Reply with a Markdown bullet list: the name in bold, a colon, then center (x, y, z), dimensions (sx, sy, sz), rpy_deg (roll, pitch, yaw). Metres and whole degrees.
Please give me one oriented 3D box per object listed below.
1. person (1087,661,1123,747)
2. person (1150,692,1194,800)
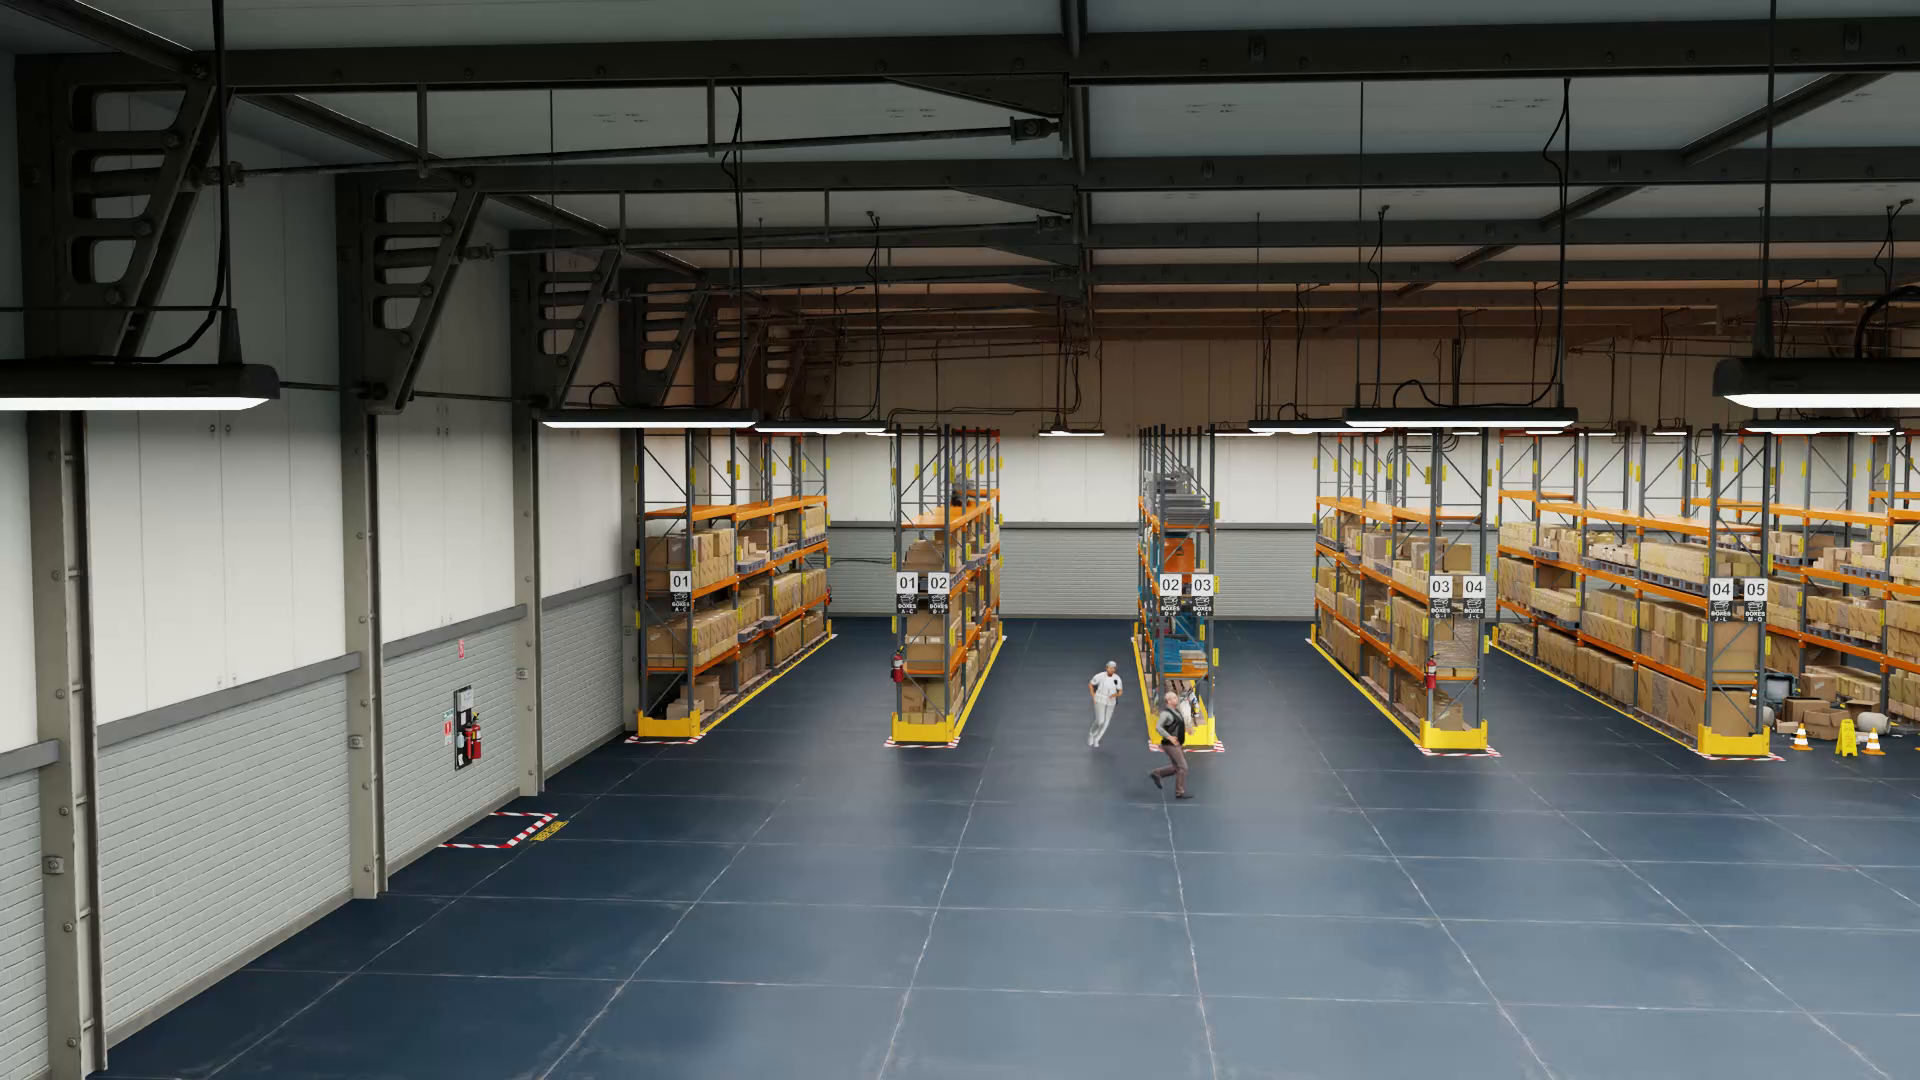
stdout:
- **person**: center (2.698, 3.045, 30.902), dimensions (0.660, 1.599, 0.588), rpy_deg (-1, 4, -14)
- **person**: center (3.378, 3.267, 26.497), dimensions (0.745, 1.686, 0.667), rpy_deg (2, 4, 28)
